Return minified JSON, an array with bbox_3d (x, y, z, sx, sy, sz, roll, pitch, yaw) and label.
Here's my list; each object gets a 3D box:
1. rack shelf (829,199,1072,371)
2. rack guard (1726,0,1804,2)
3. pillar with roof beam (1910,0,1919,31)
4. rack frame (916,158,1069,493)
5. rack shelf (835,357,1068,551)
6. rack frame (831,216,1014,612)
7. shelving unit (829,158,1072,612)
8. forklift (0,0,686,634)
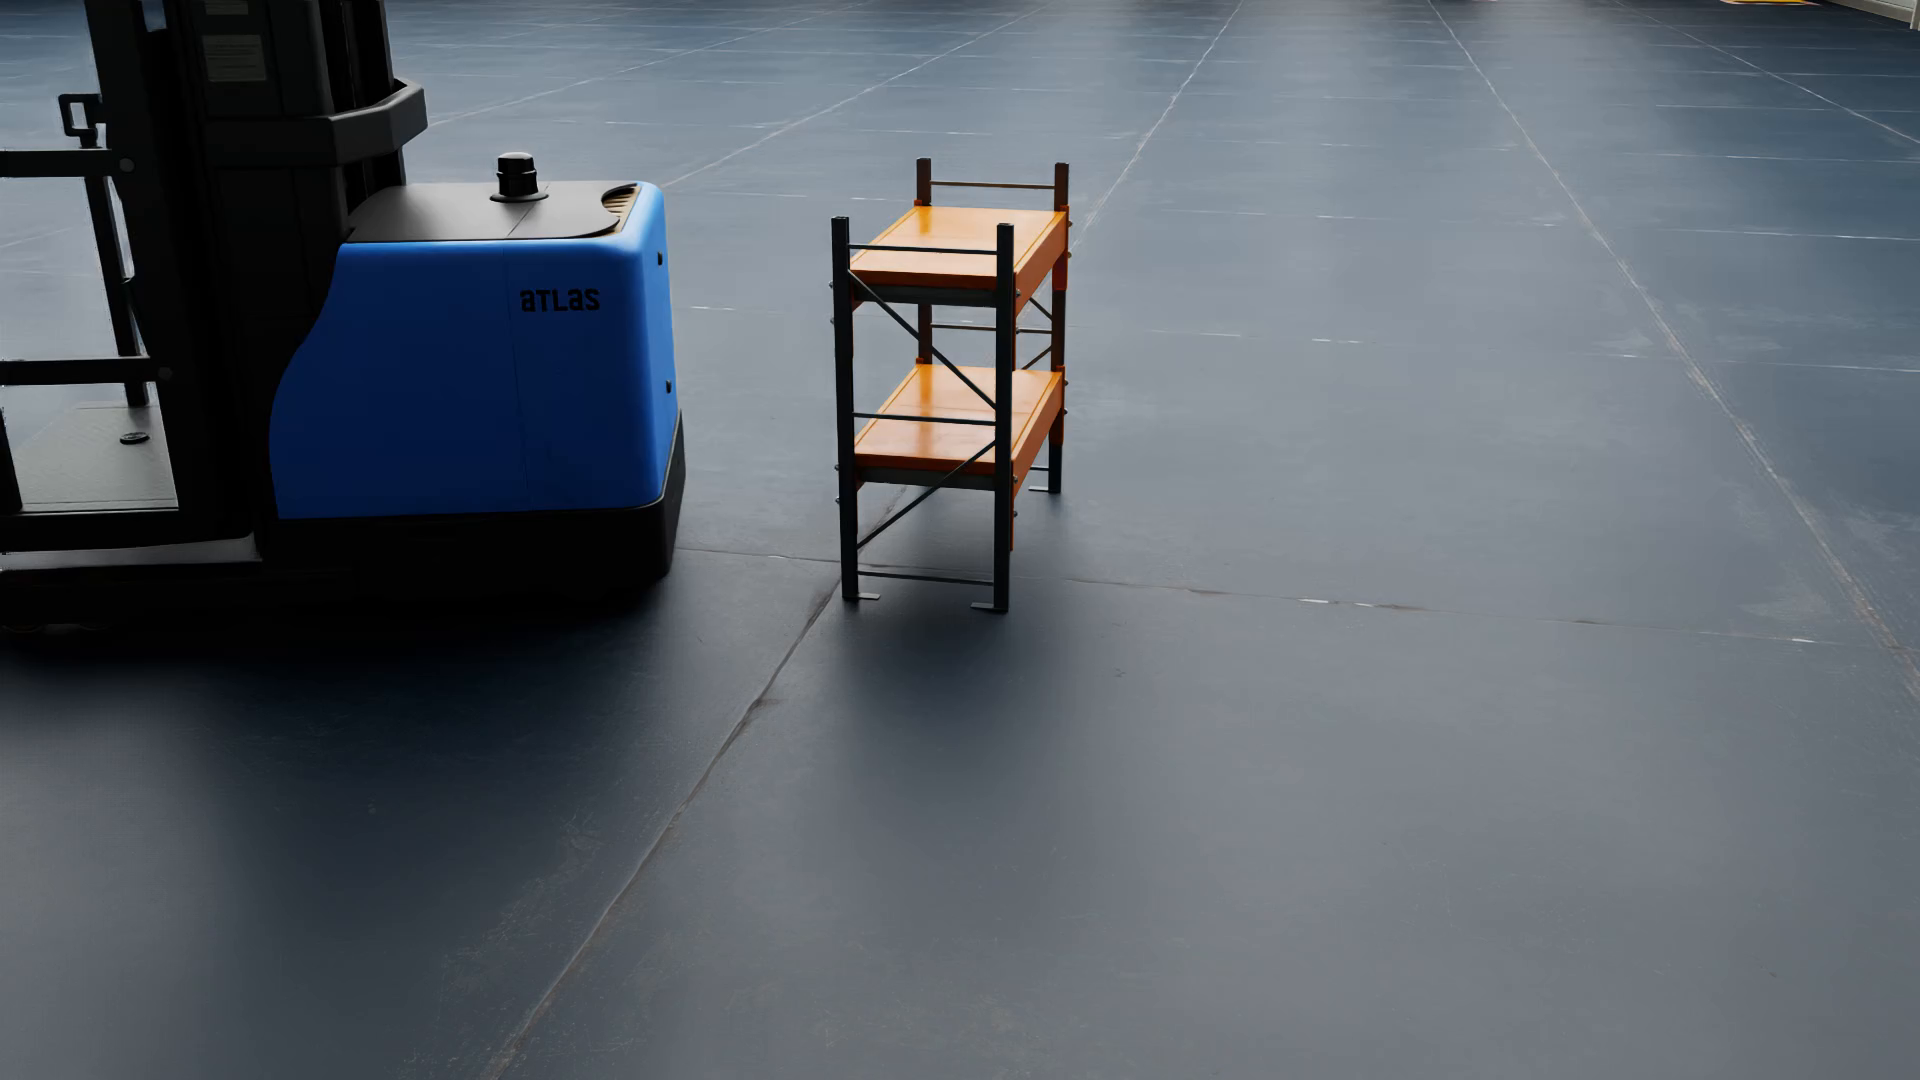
[{"bbox_3d":[0.001,-0.796,5.040,0.538,0.278,1.000,4,22,11],"label":"rack shelf"},{"bbox_3d":[13.266,-9.130,27.355,1.175,0.500,0.348,4,22,11],"label":"rack guard"},{"bbox_3d":[8.856,-11.401,21.617,9.100,9.000,0.400,4,22,11],"label":"pillar with roof beam"},{"bbox_3d":[0.105,-0.710,5.611,0.500,1.125,0.032,4,22,11],"label":"rack frame"},{"bbox_3d":[0.001,-0.297,5.241,0.538,0.278,1.000,4,22,11],"label":"rack shelf"},{"bbox_3d":[-0.102,-0.338,4.688,0.500,1.125,0.032,4,22,11],"label":"rack frame"},{"bbox_3d":[0.001,-0.524,5.150,0.538,1.125,1.048,4,22,11],"label":"shelving unit"},{"bbox_3d":[-2.409,-1.302,4.663,3.031,2.935,1.130,-2,22,-5],"label":"forklift"}]
